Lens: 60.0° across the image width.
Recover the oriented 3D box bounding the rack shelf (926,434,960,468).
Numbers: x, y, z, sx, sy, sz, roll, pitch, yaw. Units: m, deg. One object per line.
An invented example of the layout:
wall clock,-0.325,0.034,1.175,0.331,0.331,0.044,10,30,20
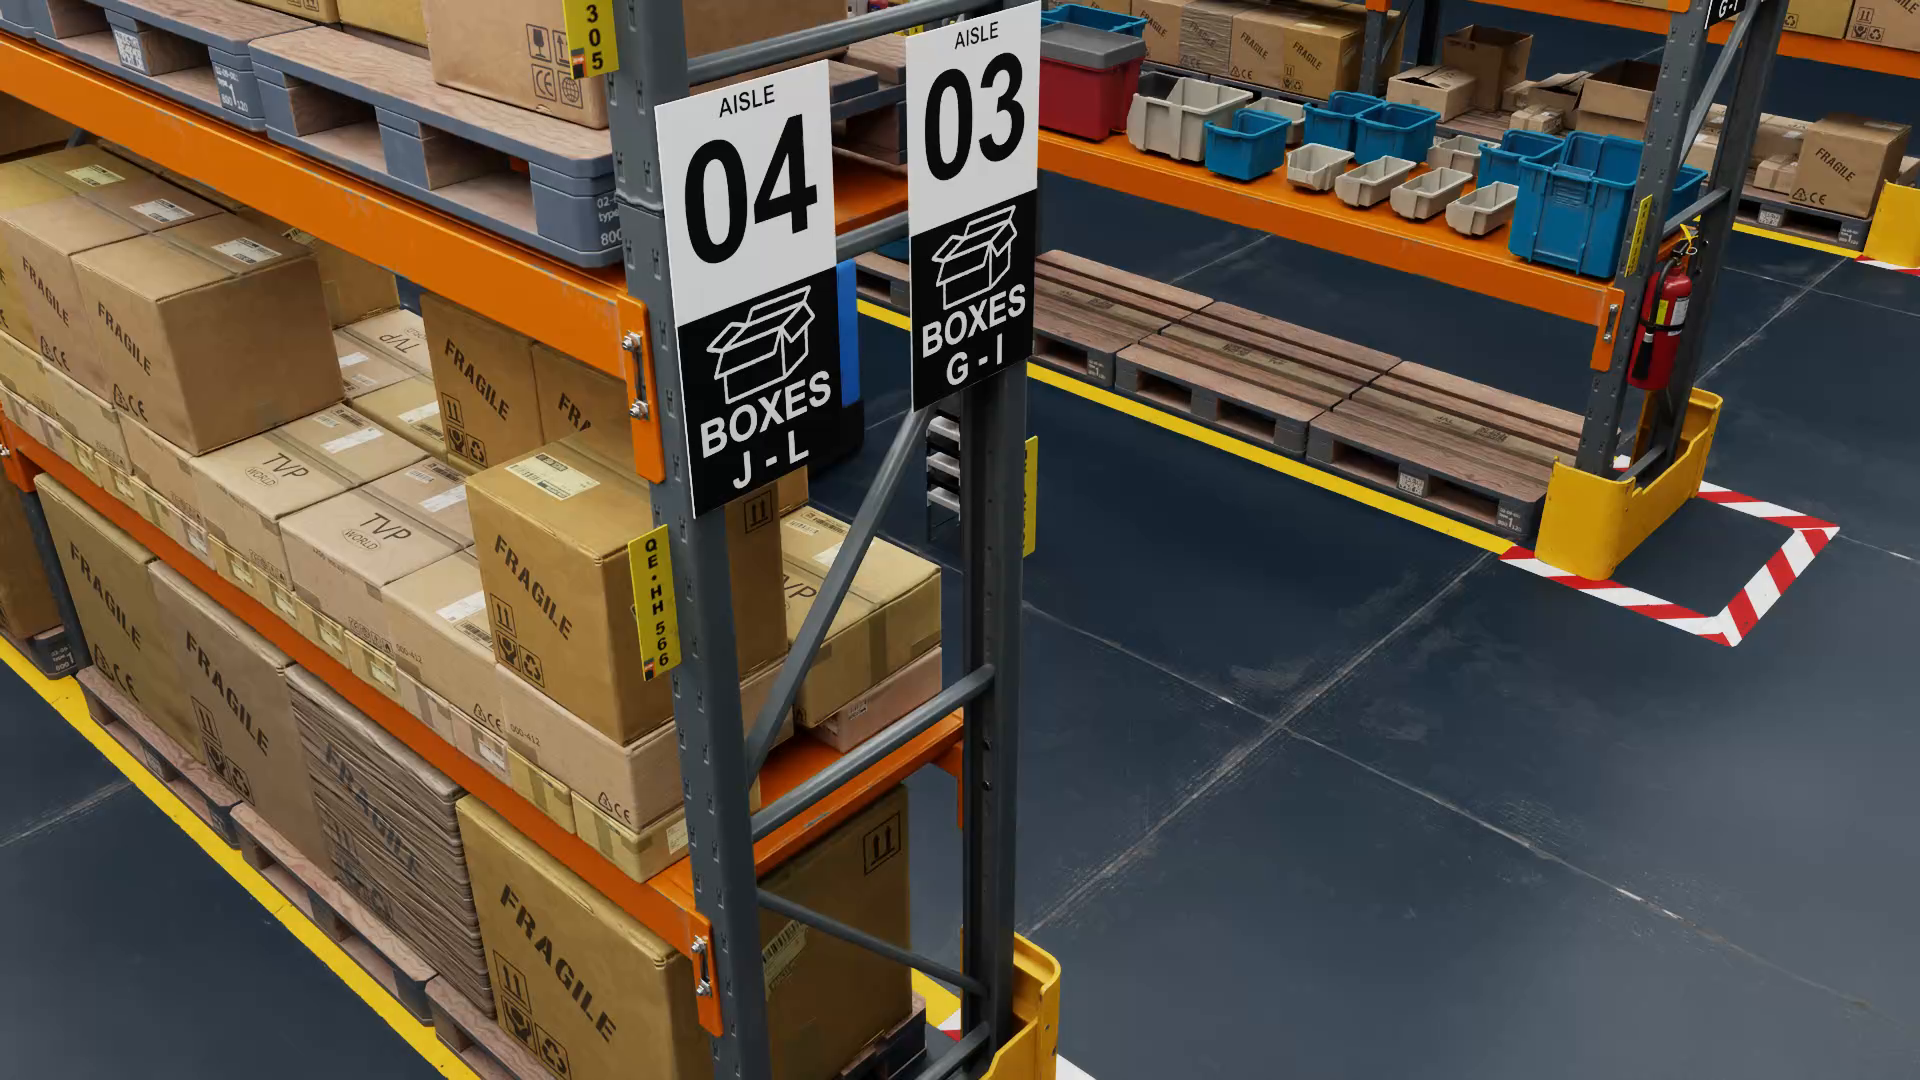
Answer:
rack shelf,0.006,-0.431,7.484,0.200,0.077,0.258,25,39,35

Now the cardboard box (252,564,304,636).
cardboard box,-1.841,0.102,4.916,0.250,0.149,0.380,26,40,36

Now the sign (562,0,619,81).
sign,-0.598,-0.907,2.658,0.005,0.325,0.100,25,39,35

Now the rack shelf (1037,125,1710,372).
rack shelf,1.617,-1.757,8.458,4.000,0.370,1.077,25,39,35

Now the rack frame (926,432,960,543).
rack frame,-0.069,-0.418,7.572,0.006,0.900,0.240,25,39,35

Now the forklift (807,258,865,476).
forklift,-1.988,-1.947,8.142,3.031,2.935,1.130,20,36,29

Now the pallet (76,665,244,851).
pallet,-2.678,0.624,6.509,1.213,0.211,1.003,25,39,35

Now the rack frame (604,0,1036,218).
rack frame,-0.223,-2.050,2.429,0.127,3.000,1.000,25,39,35

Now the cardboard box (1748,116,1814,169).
cardboard box,5.843,-2.746,11.643,0.500,0.250,0.500,25,39,35

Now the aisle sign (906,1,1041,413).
aisle sign,0.031,-0.683,3.455,0.004,0.787,0.394,25,39,35

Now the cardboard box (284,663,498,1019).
cardboard box,-1.426,0.745,5.257,0.875,0.875,0.875,25,39,35

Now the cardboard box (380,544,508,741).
cardboard box,-1.136,0.215,4.341,0.500,0.250,0.500,24,39,34

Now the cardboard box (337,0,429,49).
cardboard box,-0.981,-1.430,3.708,0.500,0.500,0.700,23,38,33

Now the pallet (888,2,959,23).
pallet,-0.089,-5.140,16.084,1.213,0.211,1.003,25,39,35

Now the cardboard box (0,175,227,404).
cardboard box,-2.646,-0.811,5.319,0.500,0.500,0.500,25,39,35

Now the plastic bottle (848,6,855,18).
plastic bottle,-0.670,-2.985,9.847,0.185,0.351,0.144,25,39,35

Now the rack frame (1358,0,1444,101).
rack frame,3.461,-4.651,12.567,0.127,3.000,1.000,25,39,35

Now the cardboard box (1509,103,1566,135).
cardboard box,4.275,-3.102,12.314,0.250,0.166,0.380,25,39,35

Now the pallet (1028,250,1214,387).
pallet,0.706,-1.323,9.744,1.213,0.211,1.003,25,39,35

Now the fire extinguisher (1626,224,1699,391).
fire extinguisher,2.907,-0.954,6.864,0.183,0.674,0.296,25,39,35

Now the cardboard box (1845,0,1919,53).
cardboard box,5.912,-3.360,10.326,0.500,0.500,0.500,26,40,36

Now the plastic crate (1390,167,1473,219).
plastic crate,2.169,-1.605,7.705,0.243,0.136,0.396,25,39,35

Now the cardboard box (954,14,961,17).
cardboard box,-0.058,-5.126,15.615,0.500,0.250,0.500,26,40,36

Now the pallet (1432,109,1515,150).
pallet,3.970,-3.218,12.891,1.213,0.211,1.003,25,39,35

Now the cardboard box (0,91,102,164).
cardboard box,-3.668,-1.554,6.354,0.637,0.503,0.797,24,38,34

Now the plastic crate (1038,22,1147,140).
plastic crate,0.628,-2.406,8.718,0.583,0.464,0.402,25,39,35

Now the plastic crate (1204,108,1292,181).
plastic crate,1.406,-1.940,8.168,0.300,0.233,0.416,25,39,35

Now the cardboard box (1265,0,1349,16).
cardboard box,2.863,-4.209,13.830,0.500,0.500,0.500,26,39,36

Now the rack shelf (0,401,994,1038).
rack shelf,-1.706,0.137,5.312,4.000,0.370,1.077,25,39,35

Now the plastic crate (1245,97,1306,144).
plastic crate,1.627,-2.183,8.665,0.466,0.136,0.293,25,39,35

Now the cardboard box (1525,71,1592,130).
cardboard box,4.630,-3.339,12.568,0.500,0.311,0.500,25,39,35

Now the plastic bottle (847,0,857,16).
plastic bottle,-0.742,-3.273,10.398,0.135,0.276,0.152,25,39,35

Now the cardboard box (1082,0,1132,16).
cardboard box,1.402,-4.531,14.365,0.500,0.500,0.500,24,39,34

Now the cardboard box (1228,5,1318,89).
cardboard box,2.542,-4.004,13.489,0.500,0.500,0.500,25,39,35

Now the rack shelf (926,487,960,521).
rack shelf,0.006,-0.200,7.623,0.200,0.077,0.258,25,39,35

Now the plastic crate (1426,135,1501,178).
plastic crate,2.453,-1.875,8.153,0.298,0.136,0.250,25,39,35

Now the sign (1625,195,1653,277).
sign,2.743,-1.227,6.722,0.005,0.325,0.100,25,39,35

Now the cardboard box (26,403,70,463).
cardboard box,-2.998,-0.436,5.809,0.250,0.149,0.380,24,38,34

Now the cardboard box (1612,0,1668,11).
cardboard box,4.786,-3.887,11.202,0.500,0.500,0.500,24,39,34

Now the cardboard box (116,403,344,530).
cardboard box,-2.263,-0.313,5.218,0.500,0.250,0.500,26,40,36

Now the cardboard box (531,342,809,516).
cardboard box,-0.769,-0.306,4.480,0.500,0.500,0.500,24,38,34

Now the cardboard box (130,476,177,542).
cardboard box,-2.416,-0.166,5.361,0.250,0.149,0.380,24,39,34

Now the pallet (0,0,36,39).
pallet,-2.589,-1.824,5.049,1.213,0.211,1.003,25,39,35

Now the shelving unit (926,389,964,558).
shelving unit,0.006,-0.383,7.513,0.210,0.900,0.258,25,39,35

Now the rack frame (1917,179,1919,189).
rack frame,6.427,-3.266,10.267,0.127,3.000,1.000,25,39,35

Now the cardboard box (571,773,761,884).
cardboard box,-0.708,0.631,4.037,0.250,0.149,0.380,26,40,36

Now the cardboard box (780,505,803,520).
cardboard box,-0.788,0.011,4.681,0.500,0.250,0.500,24,39,35

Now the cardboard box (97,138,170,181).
cardboard box,-2.669,-1.191,5.950,0.500,0.500,0.500,26,40,36

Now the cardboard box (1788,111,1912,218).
cardboard box,5.859,-2.478,10.954,0.500,0.500,0.500,25,39,35

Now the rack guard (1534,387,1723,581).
rack guard,3.127,-0.299,7.762,0.348,0.500,1.175,25,39,35

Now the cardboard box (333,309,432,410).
cardboard box,-1.922,-0.520,5.562,0.500,0.250,0.500,26,40,36

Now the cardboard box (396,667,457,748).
cardboard box,-1.273,0.367,4.475,0.250,0.149,0.380,26,40,36
